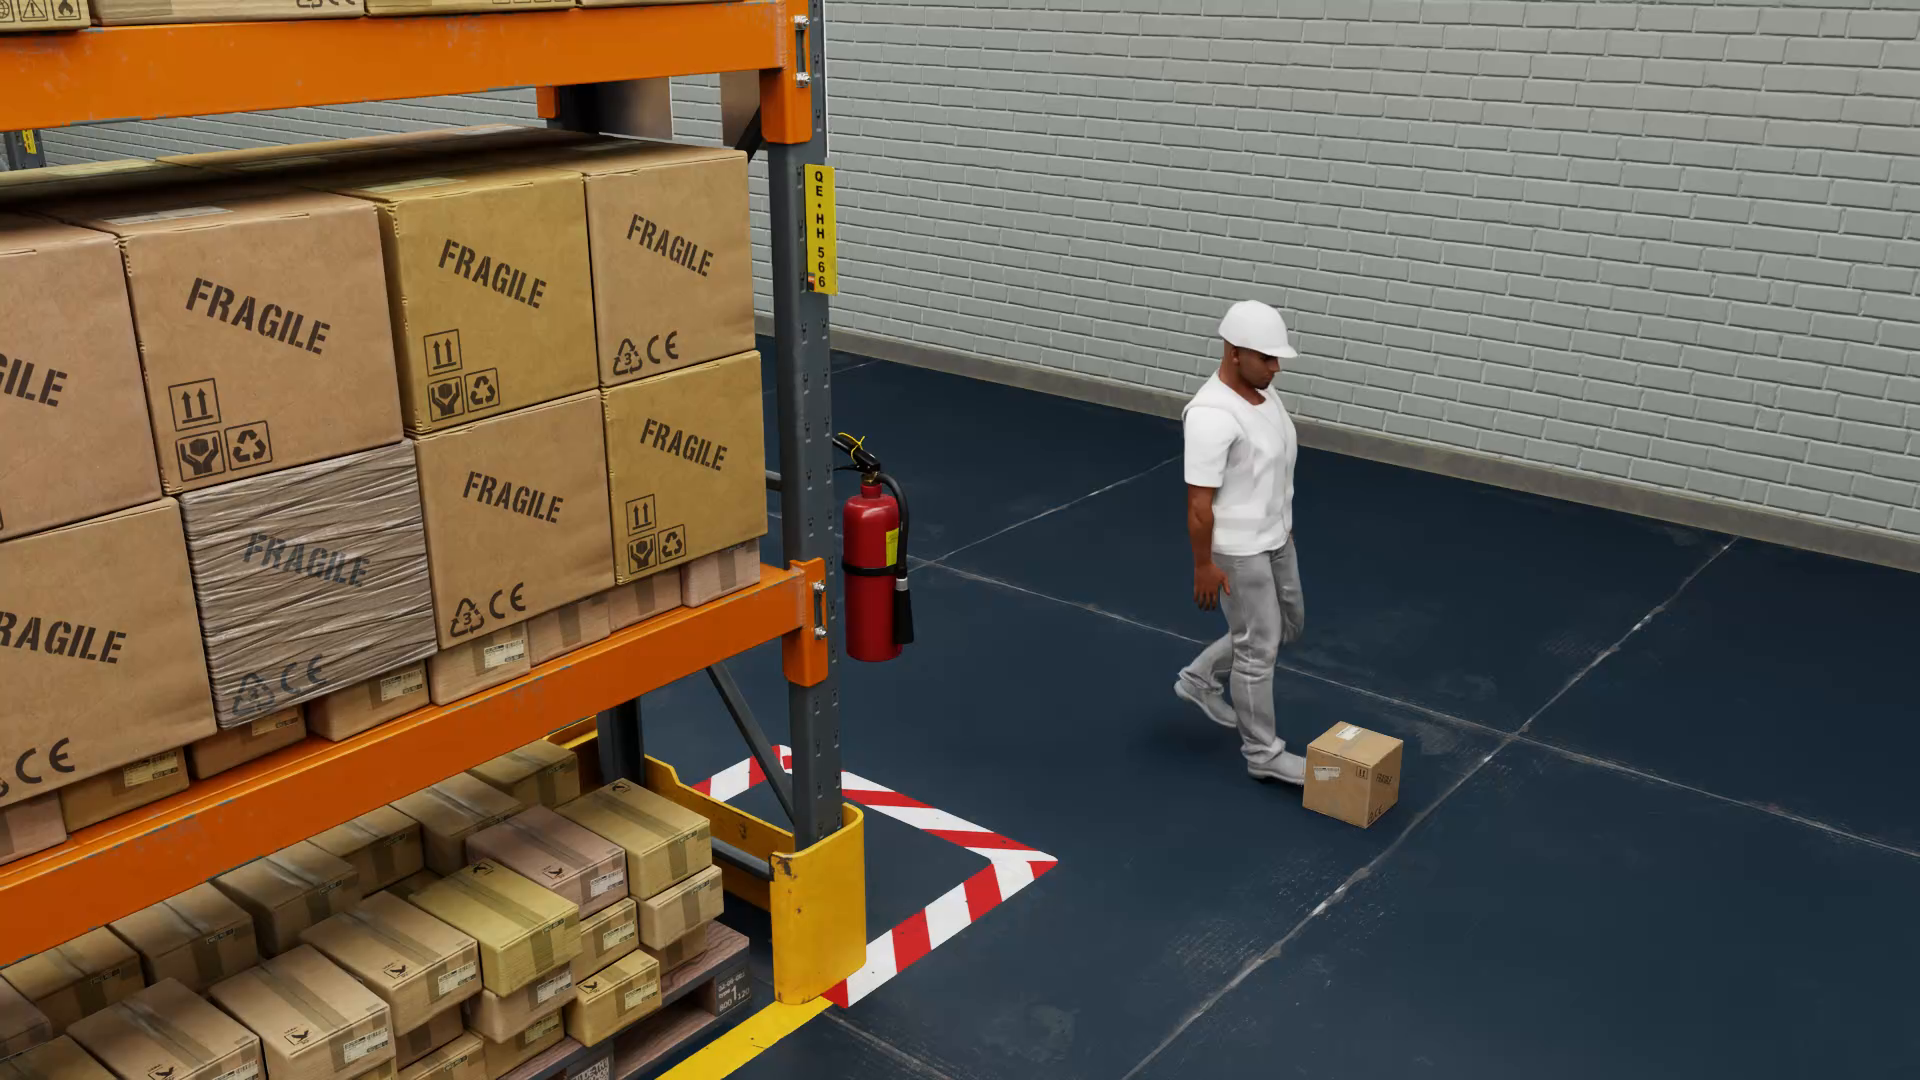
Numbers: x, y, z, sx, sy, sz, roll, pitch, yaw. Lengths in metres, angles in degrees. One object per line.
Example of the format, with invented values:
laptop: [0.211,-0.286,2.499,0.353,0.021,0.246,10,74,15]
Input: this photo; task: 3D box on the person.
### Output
person: [1.070,0.012,5.964,0.672,1.766,0.604,11,23,27]
